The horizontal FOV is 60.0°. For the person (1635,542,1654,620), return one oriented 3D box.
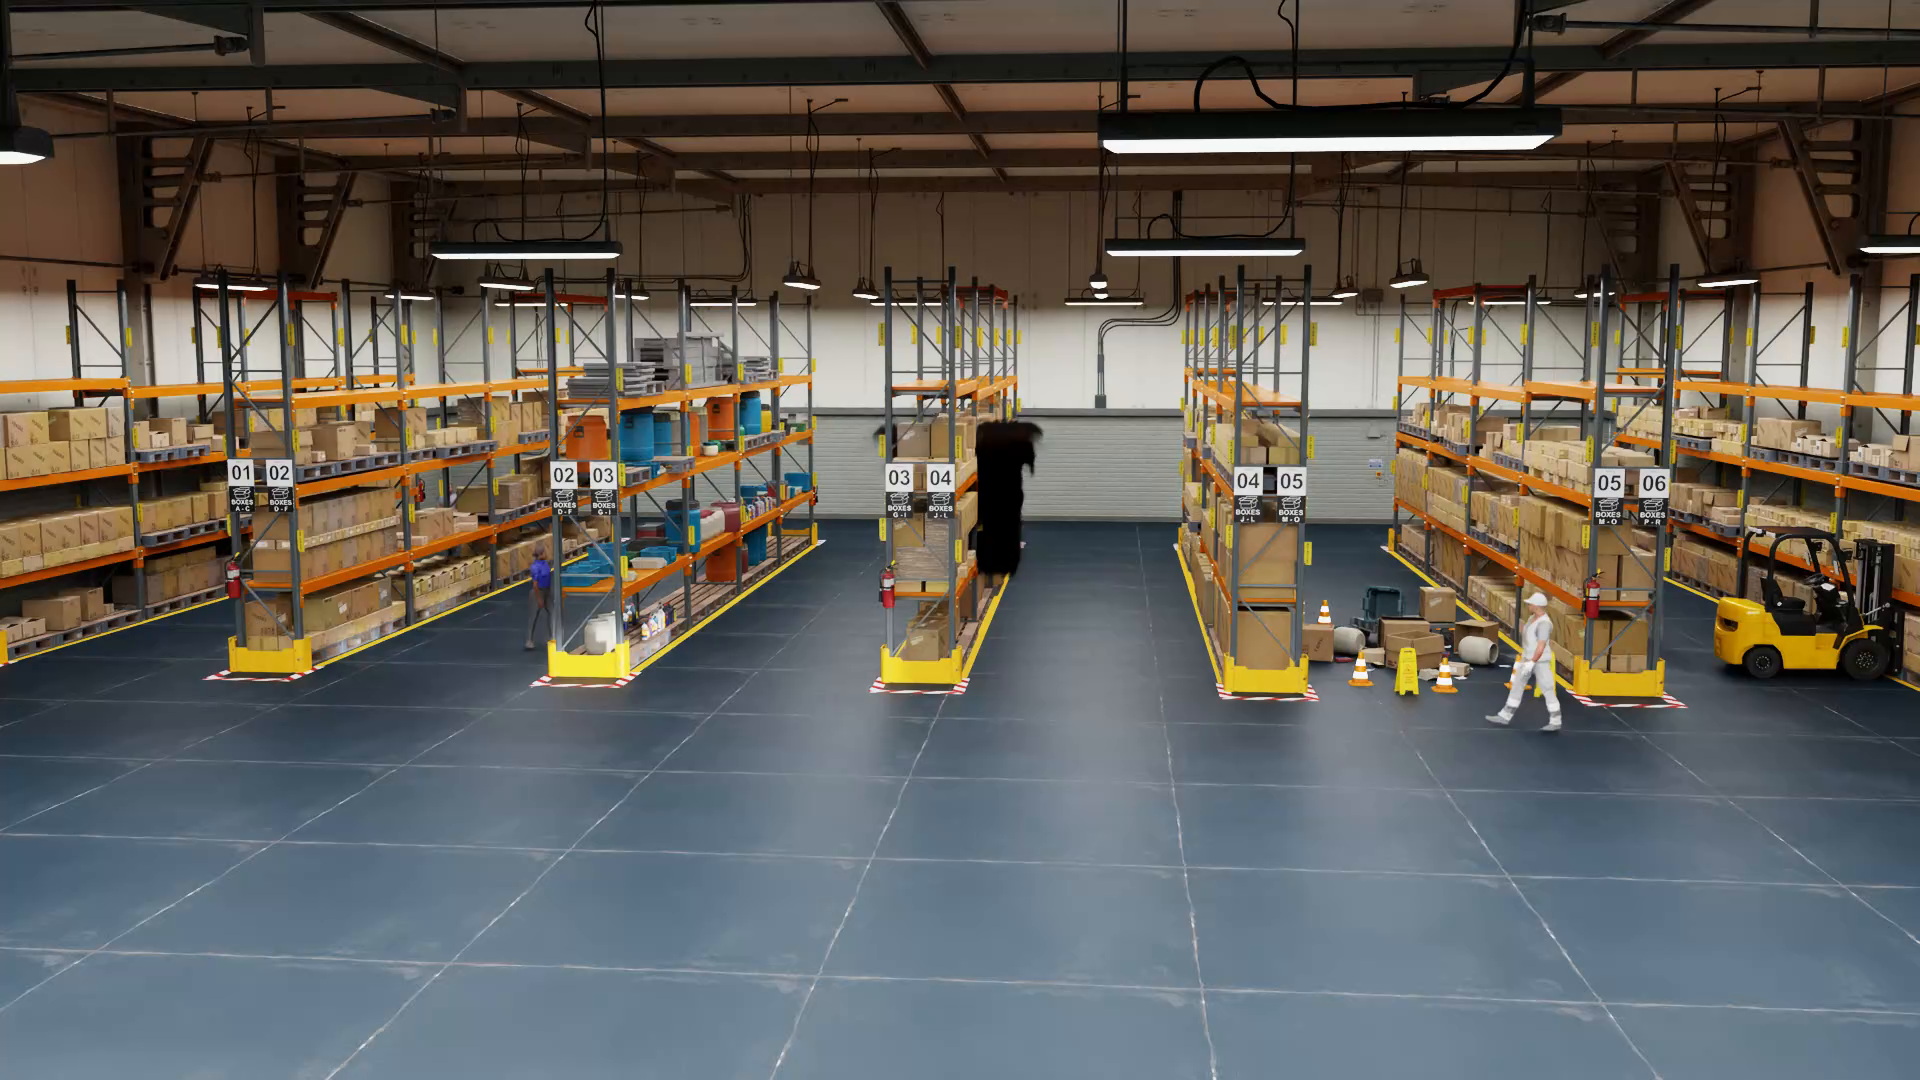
[{"bbox_3d":[11.448,0.812,28.003,0.574,1.563,0.895,0,7,2],"label":"person"}]

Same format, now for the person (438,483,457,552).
[{"bbox_3d":[-11.955,-0.541,38.955,0.458,1.617,0.665,0,7,3],"label":"person"}]

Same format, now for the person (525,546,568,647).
[{"bbox_3d":[-6.775,0.923,27.006,0.516,1.695,0.626,4,8,27],"label":"person"}]

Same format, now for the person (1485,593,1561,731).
[{"bbox_3d":[7.263,1.543,21.271,0.785,1.763,0.680,-2,7,-14],"label":"person"}]
